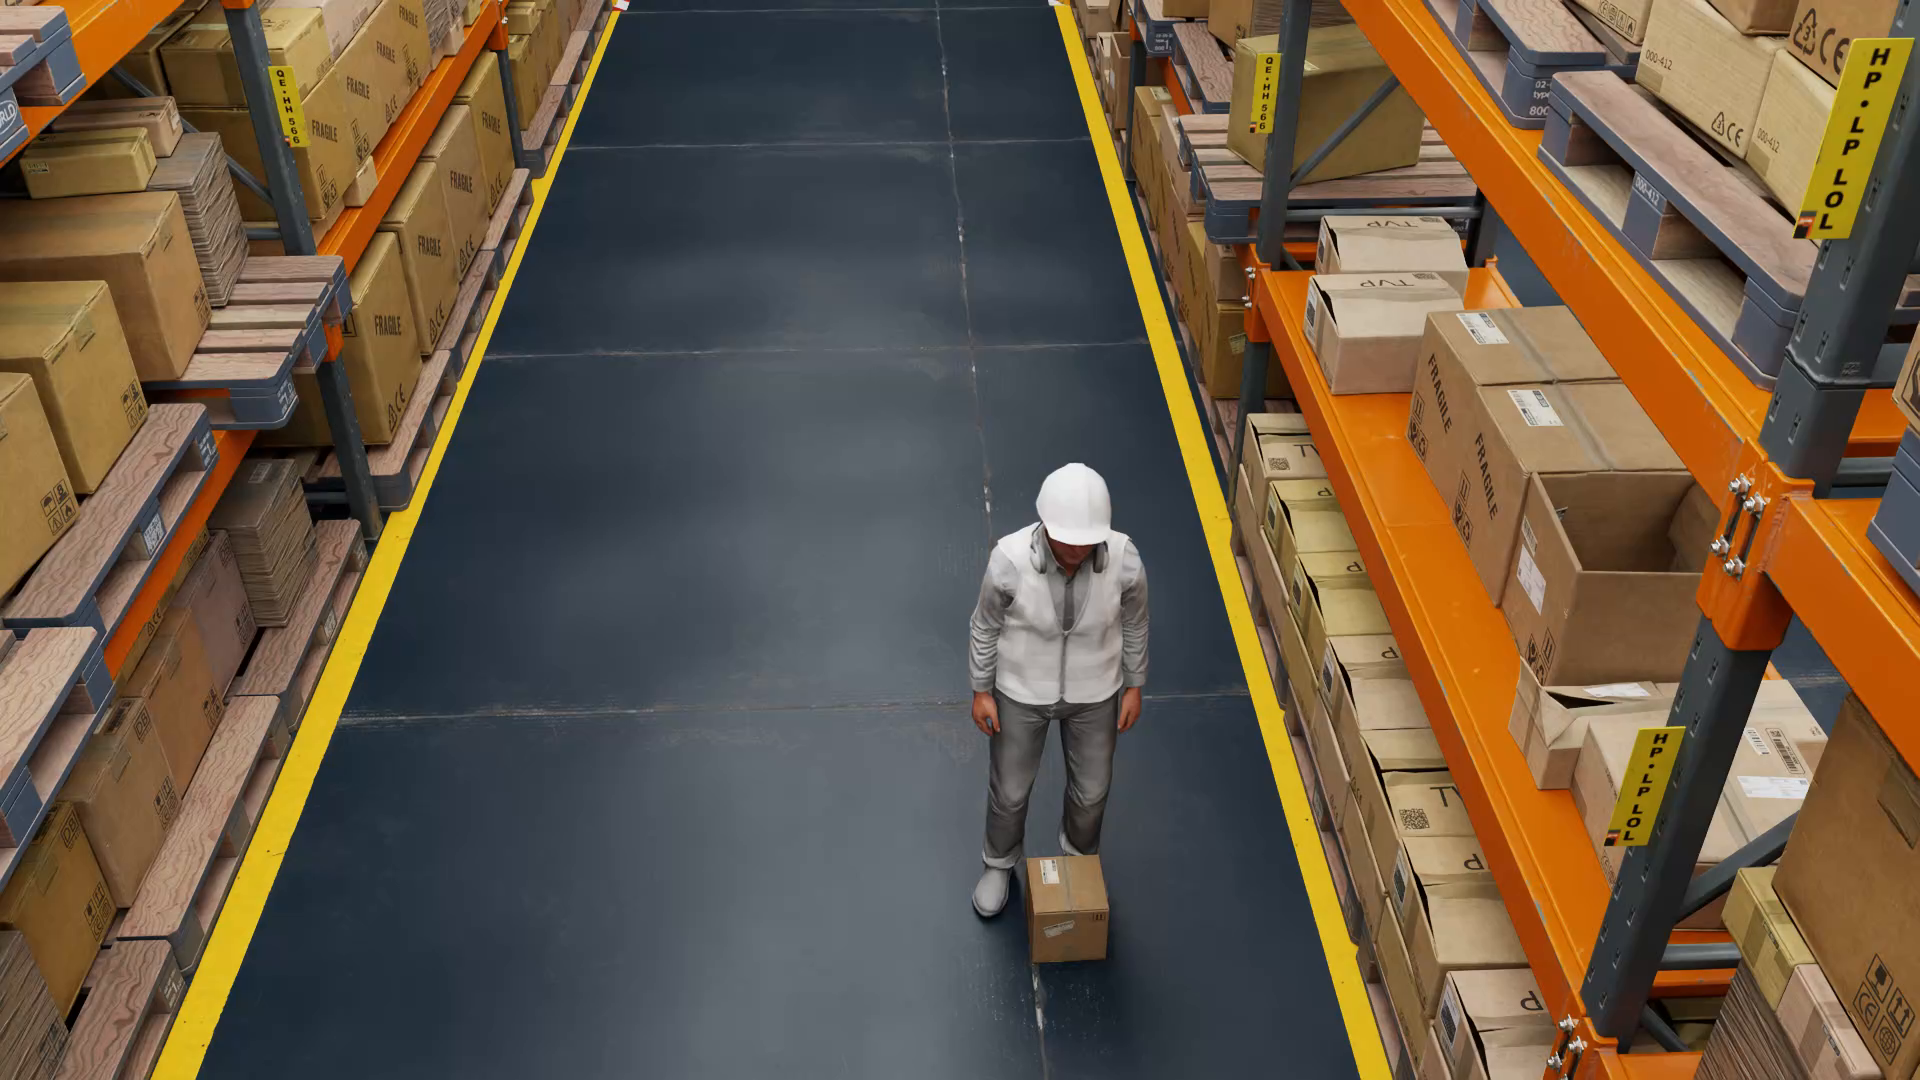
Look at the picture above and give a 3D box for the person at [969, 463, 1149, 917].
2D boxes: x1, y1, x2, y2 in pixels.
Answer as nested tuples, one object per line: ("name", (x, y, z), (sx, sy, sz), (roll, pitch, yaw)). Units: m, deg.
("person", (0.319, 0.486, 5.429), (0.581, 1.771, 0.464), (-2, 35, -2))
